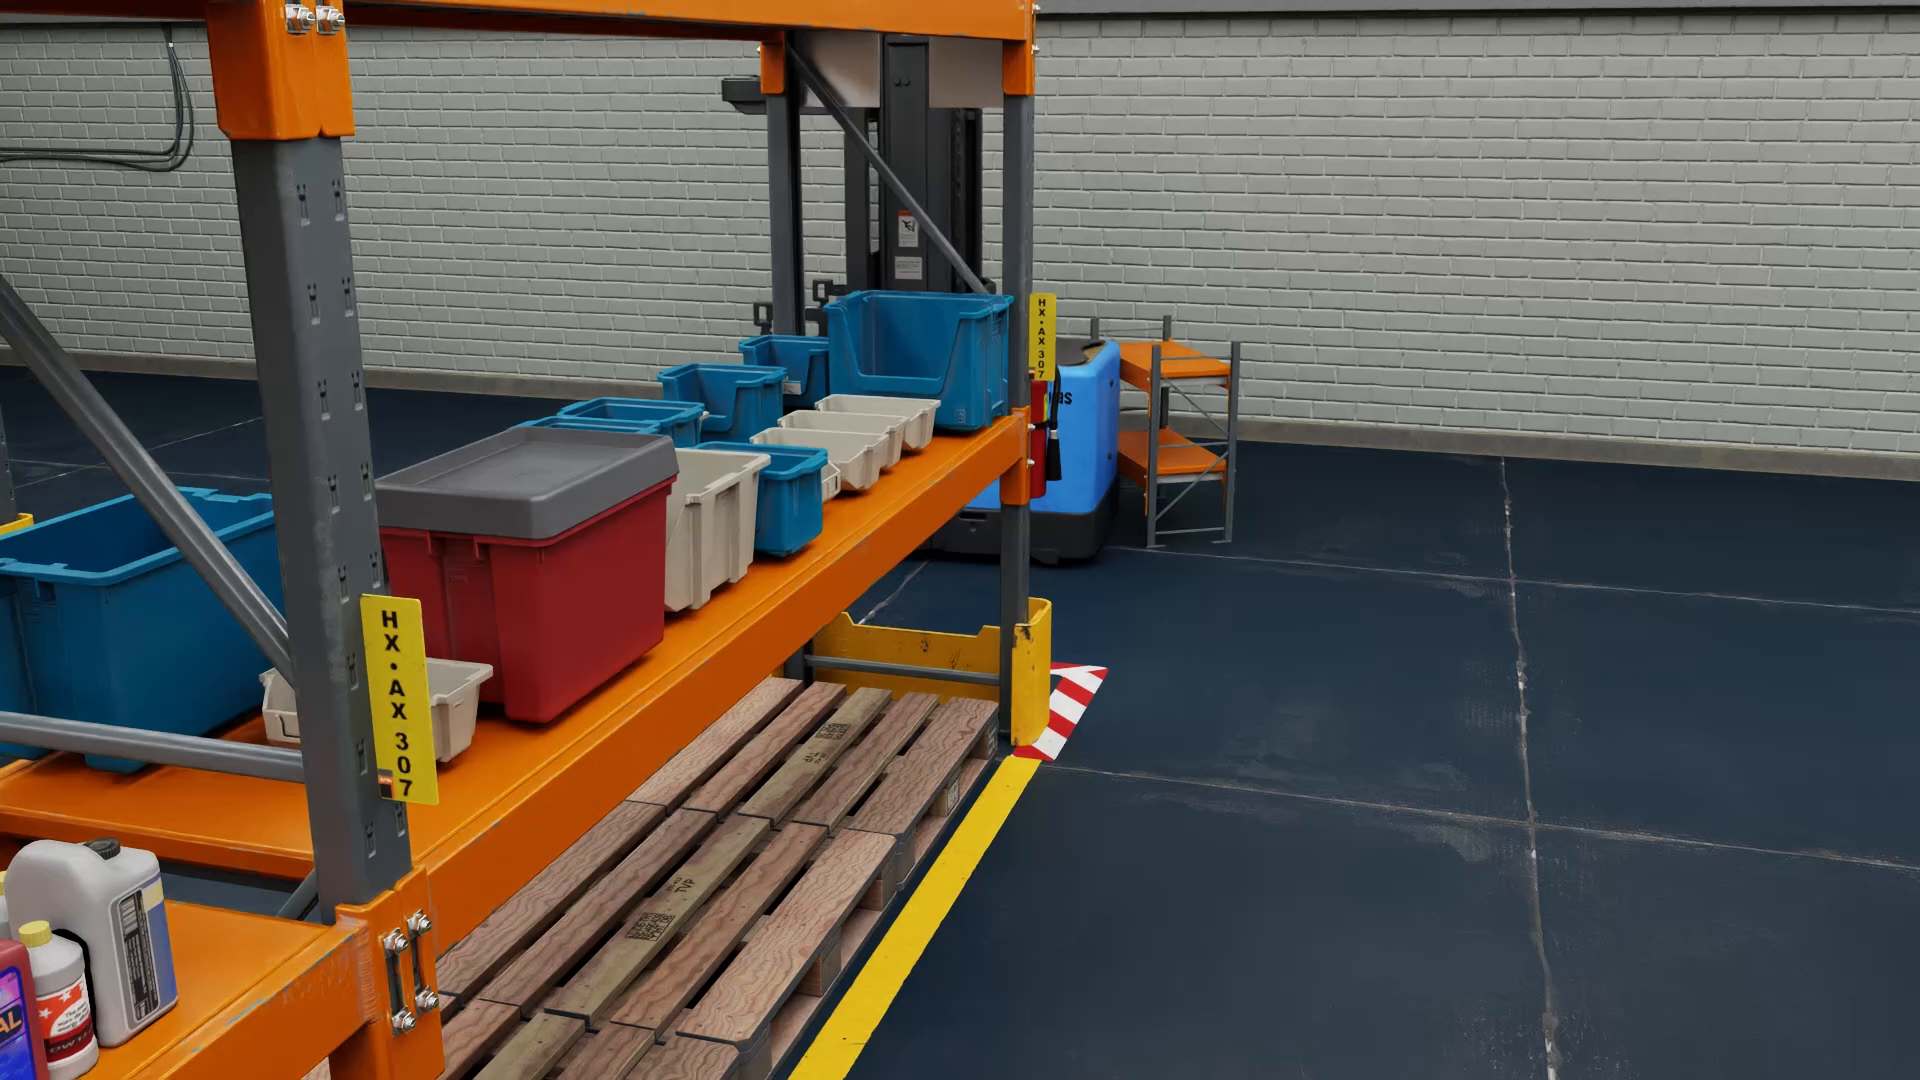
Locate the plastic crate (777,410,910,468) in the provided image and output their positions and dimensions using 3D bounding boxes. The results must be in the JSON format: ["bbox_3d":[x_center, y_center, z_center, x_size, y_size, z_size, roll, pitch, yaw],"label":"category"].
[{"bbox_3d":[-0.379,-0.316,5.321,0.396,0.136,0.243,5,16,16],"label":"plastic crate"}]

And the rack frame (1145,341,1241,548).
[{"bbox_3d":[1.272,-0.516,9.089,0.500,1.125,0.032,-4,16,-14],"label":"rack frame"}]

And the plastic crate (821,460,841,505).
[{"bbox_3d":[-0.501,-0.163,4.779,0.298,0.136,0.250,5,16,16],"label":"plastic crate"}]

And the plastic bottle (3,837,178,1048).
[{"bbox_3d":[-1.164,0.518,2.233,0.152,0.276,0.135,5,16,16],"label":"plastic bottle"}]

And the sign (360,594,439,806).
[{"bbox_3d":[-0.835,0.240,2.479,0.100,0.325,0.005,5,16,16],"label":"sign"}]

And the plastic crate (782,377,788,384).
[{"bbox_3d":[-0.781,-0.502,5.975,0.250,0.136,0.298,5,16,16],"label":"plastic crate"}]

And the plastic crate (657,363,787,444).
[{"bbox_3d":[-0.798,-0.453,5.628,0.416,0.233,0.300,5,16,16],"label":"plastic crate"}]

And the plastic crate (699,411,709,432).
[{"bbox_3d":[-0.974,-0.324,5.349,0.250,0.136,0.298,5,16,16],"label":"plastic crate"}]

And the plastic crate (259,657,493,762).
[{"bbox_3d":[-1.092,0.317,3.086,0.396,0.136,0.243,5,16,16],"label":"plastic crate"}]

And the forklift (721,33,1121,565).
[{"bbox_3d":[-0.656,-1.474,9.154,3.031,2.935,1.130,4,16,13],"label":"forklift"}]

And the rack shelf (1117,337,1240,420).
[{"bbox_3d":[1.145,-0.932,9.483,0.538,0.278,1.000,-4,16,-14],"label":"rack shelf"}]

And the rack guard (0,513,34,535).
[{"bbox_3d":[-4.995,0.121,7.987,1.175,0.500,0.348,5,16,16],"label":"rack guard"}]

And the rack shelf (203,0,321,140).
[{"bbox_3d":[-1.930,-0.244,0.513,1.077,0.370,4.000,5,16,16],"label":"rack shelf"}]

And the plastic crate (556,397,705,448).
[{"bbox_3d":[-0.985,-0.281,5.020,0.416,0.233,0.300,5,16,16],"label":"plastic crate"}]

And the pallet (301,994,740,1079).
[{"bbox_3d":[-1.190,1.476,3.738,1.003,0.211,1.213,5,16,16],"label":"pallet"}]

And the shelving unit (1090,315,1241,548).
[{"bbox_3d":[1.145,-0.651,9.563,0.538,1.125,1.048,-4,16,-14],"label":"shelving unit"}]

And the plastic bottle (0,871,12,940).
[{"bbox_3d":[-1.289,0.549,2.261,0.097,0.201,0.097,0,16,0],"label":"plastic bottle"}]

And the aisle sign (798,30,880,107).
[{"bbox_3d":[-0.489,-2.009,6.151,0.394,0.787,0.004,5,16,16],"label":"aisle sign"}]

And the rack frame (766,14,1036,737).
[{"bbox_3d":[-0.225,-0.716,6.358,1.000,3.000,0.127,5,16,16],"label":"rack frame"}]

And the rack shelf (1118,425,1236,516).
[{"bbox_3d":[1.145,-0.416,9.629,0.538,0.278,1.000,-4,16,-14],"label":"rack shelf"}]

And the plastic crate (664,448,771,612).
[{"bbox_3d":[-0.751,-0.027,4.035,0.437,0.282,0.530,5,16,16],"label":"plastic crate"}]

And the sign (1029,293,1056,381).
[{"bbox_3d":[0.307,-0.756,6.200,0.100,0.325,0.005,5,16,16],"label":"sign"}]

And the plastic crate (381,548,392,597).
[{"bbox_3d":[-1.301,0.120,3.804,0.437,0.125,0.590,5,16,16],"label":"plastic crate"}]

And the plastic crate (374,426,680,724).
[{"bbox_3d":[-0.868,0.056,3.407,0.402,0.464,0.583,5,16,16],"label":"plastic crate"}]

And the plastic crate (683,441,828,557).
[{"bbox_3d":[-0.563,-0.108,4.408,0.416,0.233,0.300,5,16,16],"label":"plastic crate"}]

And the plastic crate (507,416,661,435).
[{"bbox_3d":[-1.070,-0.203,4.744,0.416,0.233,0.300,5,16,16],"label":"plastic crate"}]

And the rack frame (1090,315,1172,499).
[{"bbox_3d":[1.019,-0.785,10.036,0.500,1.125,0.032,-4,16,-14],"label":"rack frame"}]

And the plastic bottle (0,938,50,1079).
[{"bbox_3d":[-1.186,0.578,2.007,0.061,0.283,0.133,5,16,16],"label":"plastic bottle"}]

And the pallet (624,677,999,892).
[{"bbox_3d":[-0.497,0.838,5.988,1.003,0.211,1.213,5,16,16],"label":"pallet"}]

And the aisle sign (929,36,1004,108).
[{"bbox_3d":[0.076,-1.963,5.990,0.394,0.787,0.004,5,16,16],"label":"aisle sign"}]

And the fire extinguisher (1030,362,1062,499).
[{"bbox_3d":[0.254,-0.504,6.434,0.296,0.674,0.183,5,16,16],"label":"fire extinguisher"}]

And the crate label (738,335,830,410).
[{"bbox_3d":[-0.611,-0.626,6.235,0.416,0.233,0.303,5,16,16],"label":"crate label"}]

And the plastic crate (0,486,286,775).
[{"bbox_3d":[-1.556,0.160,3.186,0.392,0.384,0.575,5,16,16],"label":"plastic crate"}]

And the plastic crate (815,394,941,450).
[{"bbox_3d":[-0.283,-0.391,5.584,0.396,0.136,0.243,5,16,16],"label":"plastic crate"}]

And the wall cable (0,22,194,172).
[{"bbox_3d":[-7.774,-4.329,13.791,3.097,2.526,0.112,5,16,16],"label":"wall cable"}]

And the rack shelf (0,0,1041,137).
[{"bbox_3d":[-0.793,-1.290,4.202,1.077,0.370,4.000,5,16,16],"label":"rack shelf"}]

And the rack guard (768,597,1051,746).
[{"bbox_3d":[-0.231,0.479,6.725,1.175,0.500,0.348,5,16,16],"label":"rack guard"}]

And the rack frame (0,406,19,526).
[{"bbox_3d":[-4.973,-1.101,7.716,1.000,3.000,0.127,5,16,16],"label":"rack frame"}]

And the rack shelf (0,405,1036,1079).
[{"bbox_3d":[-0.793,0.153,4.611,1.077,0.370,4.000,5,16,16],"label":"rack shelf"}]

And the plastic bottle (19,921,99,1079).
[{"bbox_3d":[-1.170,0.586,2.129,0.097,0.201,0.097,0,16,0],"label":"plastic bottle"}]

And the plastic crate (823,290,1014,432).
[{"bbox_3d":[-0.141,-0.660,5.985,0.616,0.435,0.499,5,16,16],"label":"plastic crate"}]

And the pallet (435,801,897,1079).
[{"bbox_3d":[-0.845,1.156,4.867,1.003,0.211,1.213,5,16,16],"label":"pallet"}]

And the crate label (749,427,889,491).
[{"bbox_3d":[-0.435,-0.242,5.057,0.396,0.136,0.243,5,16,16],"label":"crate label"}]

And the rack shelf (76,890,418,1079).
[{"bbox_3d":[-1.930,1.199,0.922,1.077,0.370,4.000,5,16,16],"label":"rack shelf"}]
